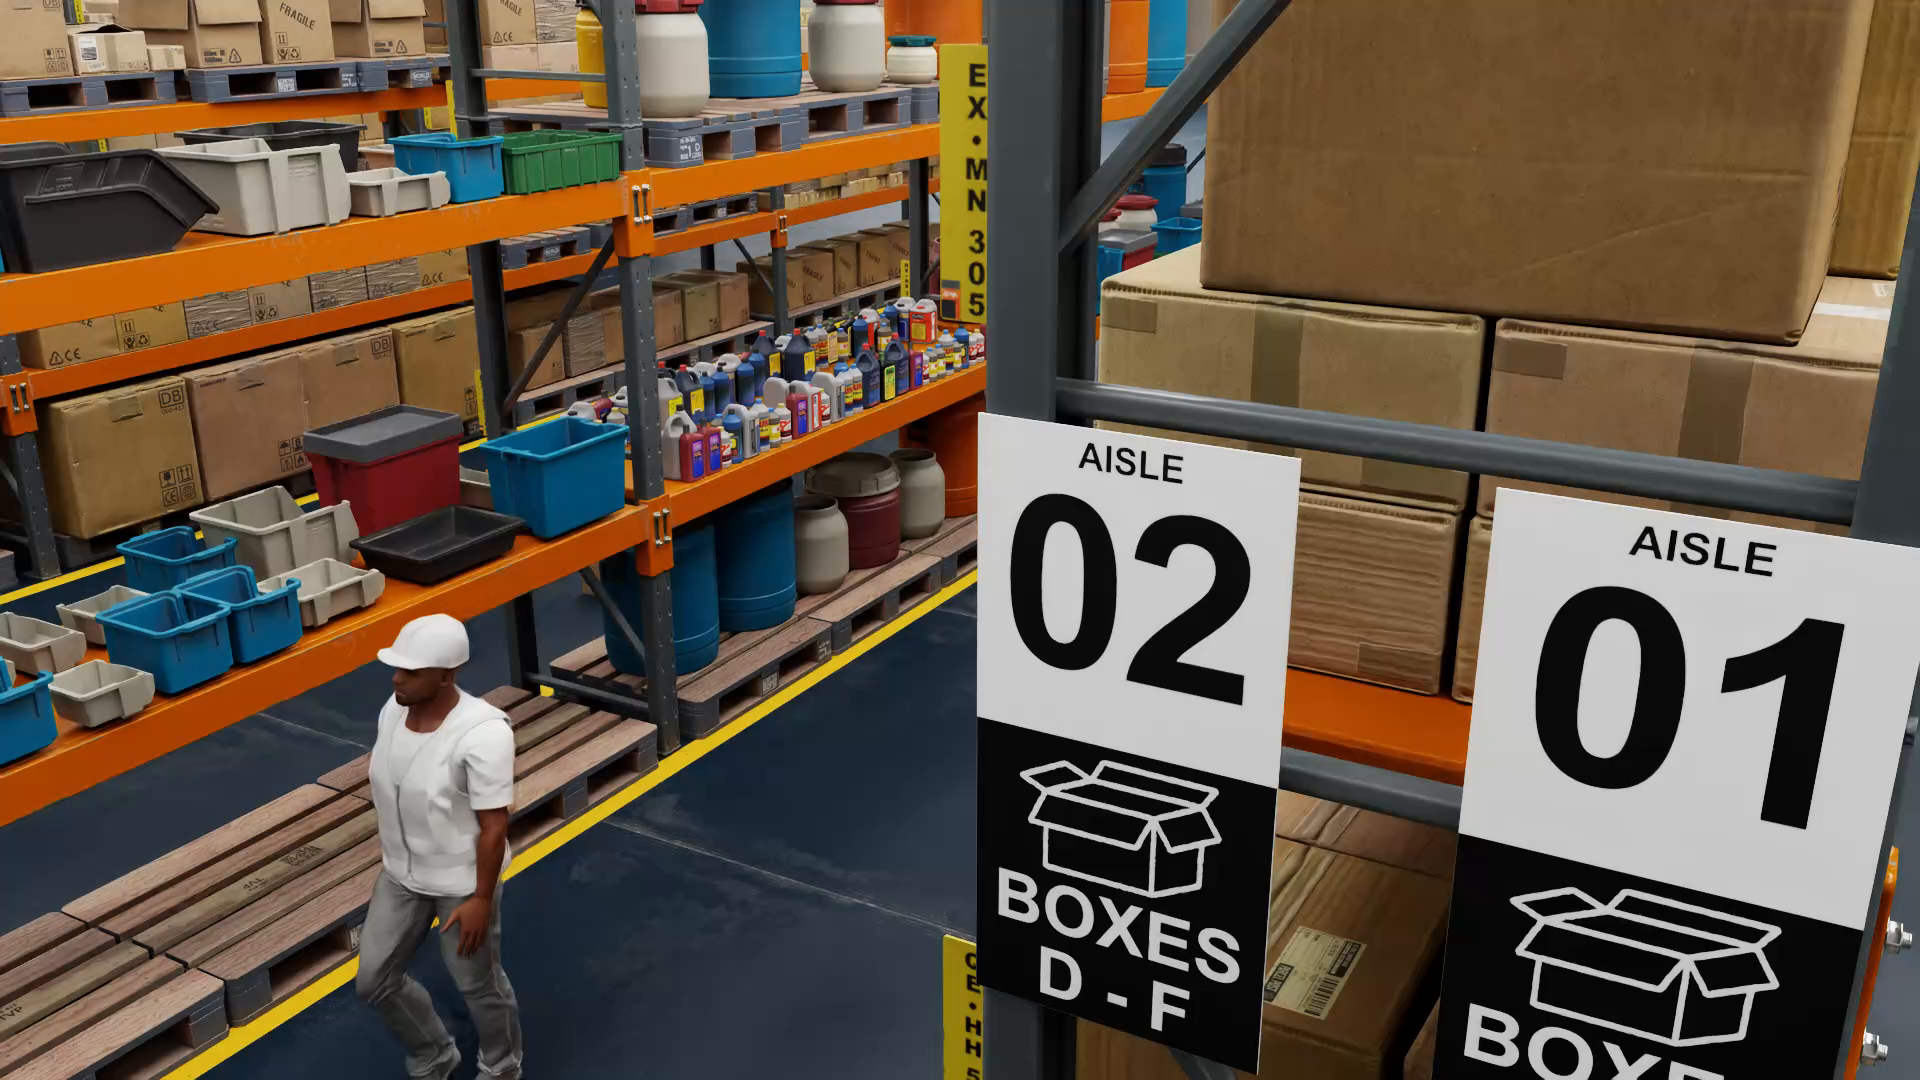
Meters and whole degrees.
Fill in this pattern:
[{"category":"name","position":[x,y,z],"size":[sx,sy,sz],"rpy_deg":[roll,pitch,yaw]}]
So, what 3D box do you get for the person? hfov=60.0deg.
[{"category":"person","position":[-1.685,1.109,5.360],"size":[0.566,1.812,0.481],"rpy_deg":[10,22,26]}]
